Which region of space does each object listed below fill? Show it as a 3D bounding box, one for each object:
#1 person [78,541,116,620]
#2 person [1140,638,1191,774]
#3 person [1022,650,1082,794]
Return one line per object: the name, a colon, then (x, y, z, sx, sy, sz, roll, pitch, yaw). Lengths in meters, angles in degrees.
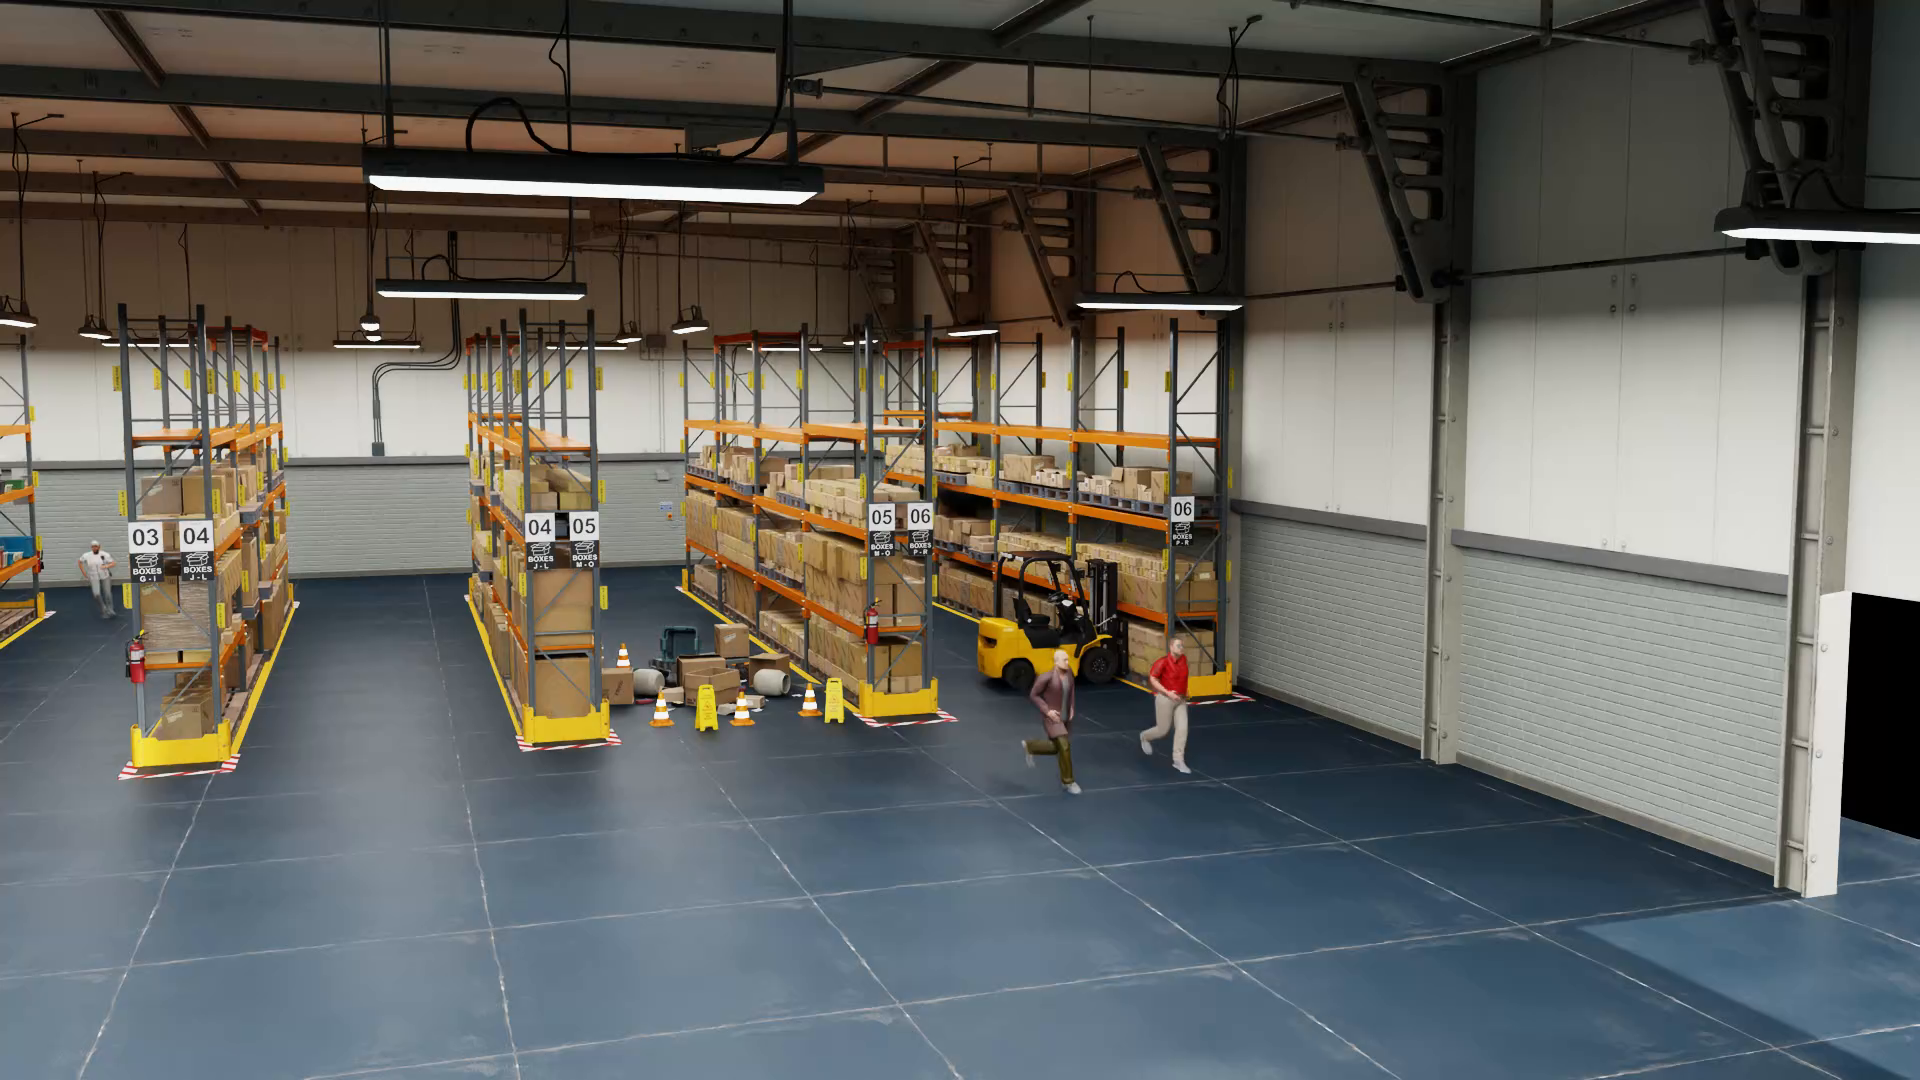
person: (-18.270, 0.851, 35.235, 0.705, 1.694, 0.678, -3, 6, -28)
person: (2.721, 2.114, 21.650, 0.686, 1.724, 0.938, -4, 7, -36)
person: (1.121, 2.216, 20.548, 0.975, 1.770, 0.719, 5, 7, 43)
